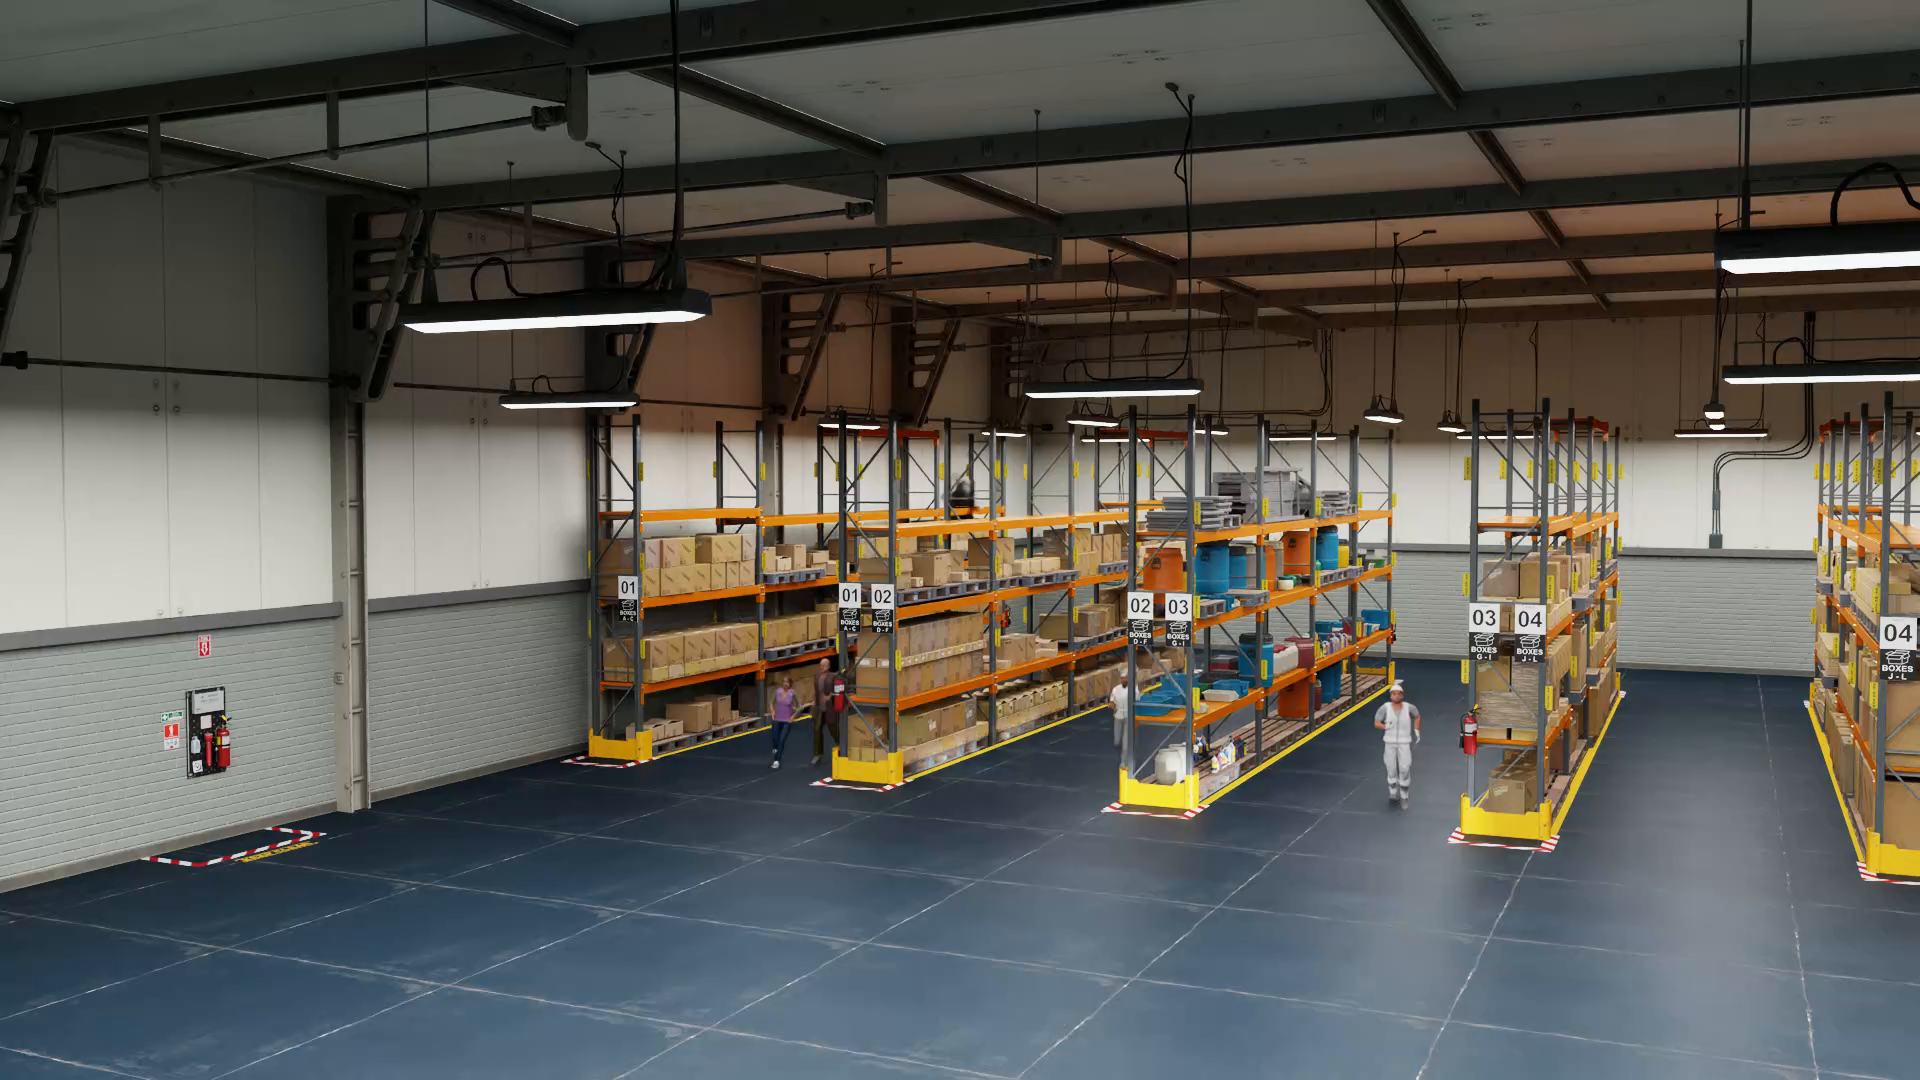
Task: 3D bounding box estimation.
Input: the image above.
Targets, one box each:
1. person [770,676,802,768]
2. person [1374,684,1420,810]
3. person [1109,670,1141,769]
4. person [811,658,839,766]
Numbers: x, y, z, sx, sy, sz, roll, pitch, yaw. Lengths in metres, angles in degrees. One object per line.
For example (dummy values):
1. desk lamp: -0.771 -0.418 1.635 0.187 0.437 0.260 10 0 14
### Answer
1. person: -2.961 3.075 28.297 0.581 1.562 0.536 0 2 5
2. person: 6.528 3.084 24.858 0.665 1.858 0.725 1 2 15
3. person: 2.798 3.011 28.138 0.556 1.664 0.684 1 2 18
4. person: -2.278 2.932 28.723 0.664 1.796 1.034 1 3 22
